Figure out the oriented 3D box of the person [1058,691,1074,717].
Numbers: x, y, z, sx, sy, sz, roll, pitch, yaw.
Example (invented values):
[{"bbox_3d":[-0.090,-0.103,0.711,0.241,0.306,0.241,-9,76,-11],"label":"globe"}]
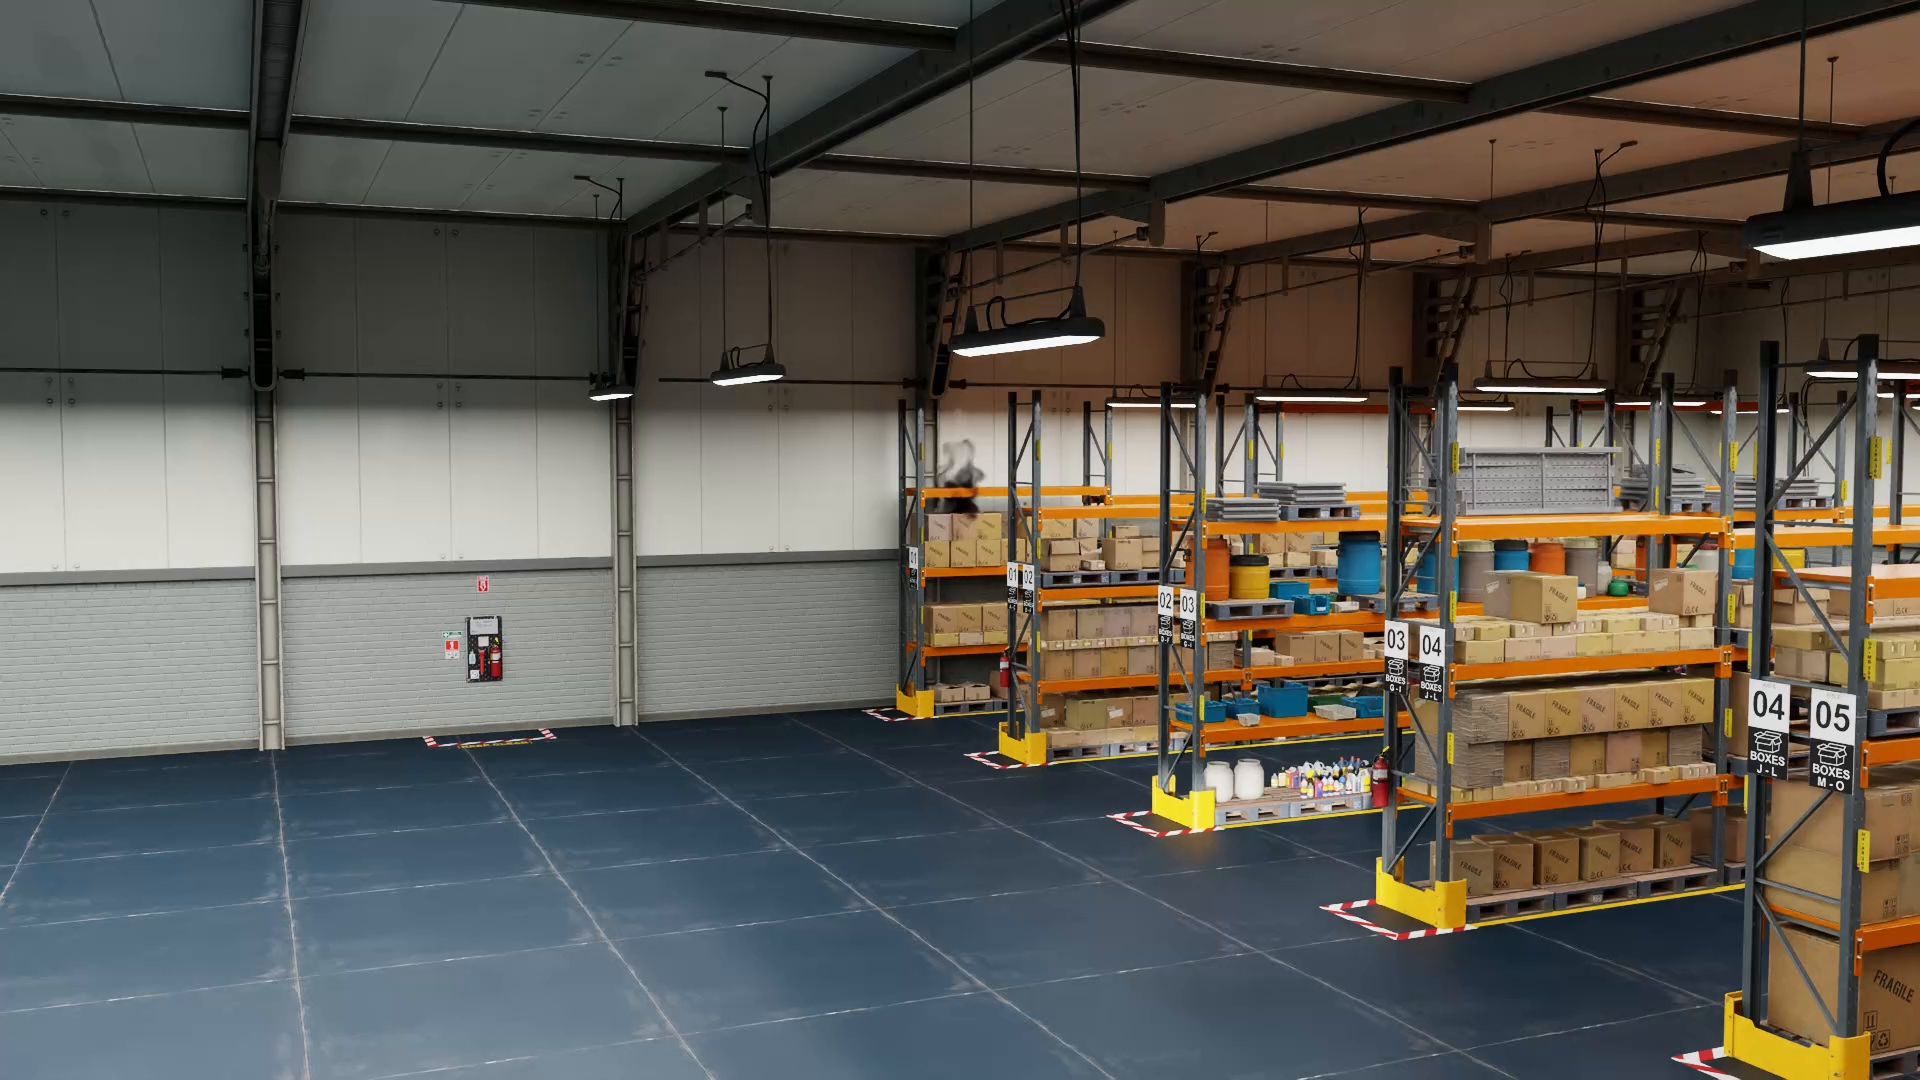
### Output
[{"bbox_3d":[1.886,2.327,29.478,0.508,1.648,0.556,-2,4,-25],"label":"person"}]
